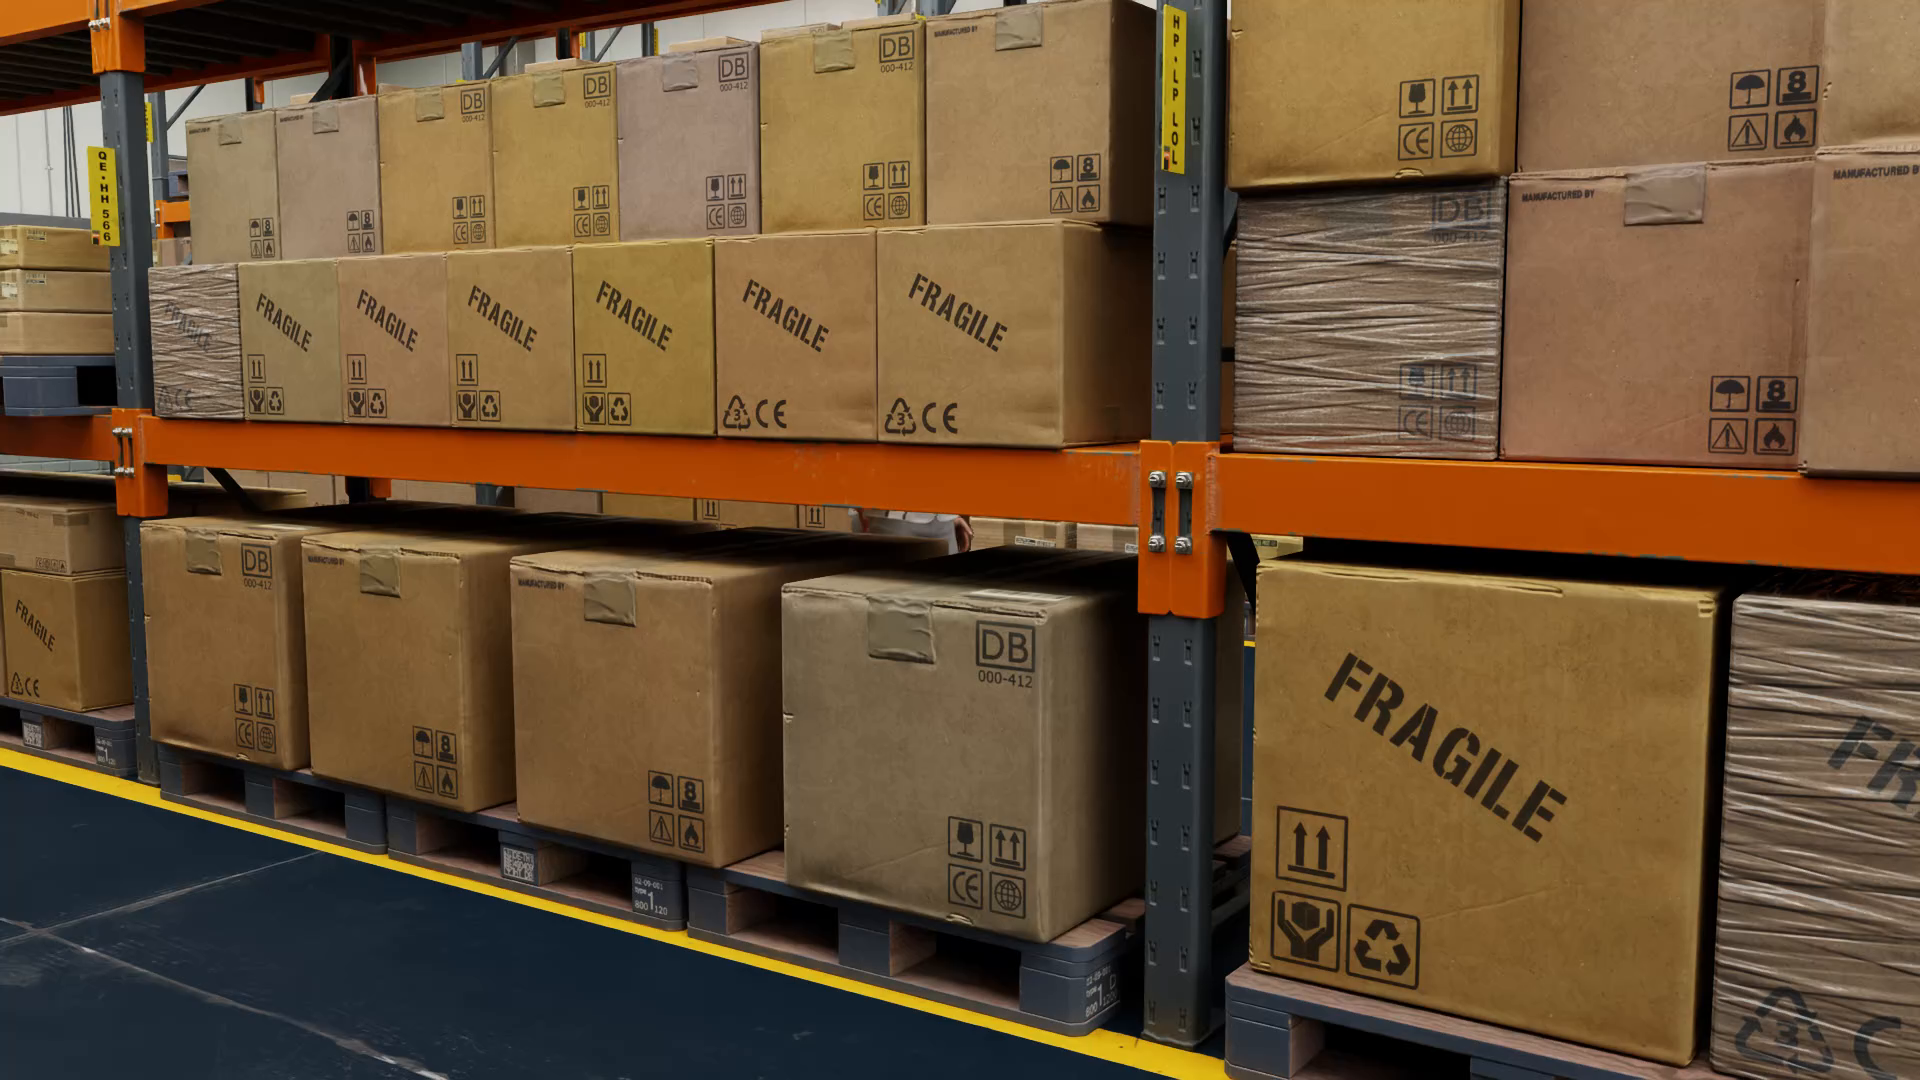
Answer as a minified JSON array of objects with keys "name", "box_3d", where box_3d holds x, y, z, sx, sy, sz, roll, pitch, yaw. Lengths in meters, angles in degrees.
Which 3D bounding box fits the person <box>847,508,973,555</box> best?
[{"name":"person","box_3d":[-0.196,-0.066,6.431,0.531,1.738,0.391,-6,8,-42]}]
